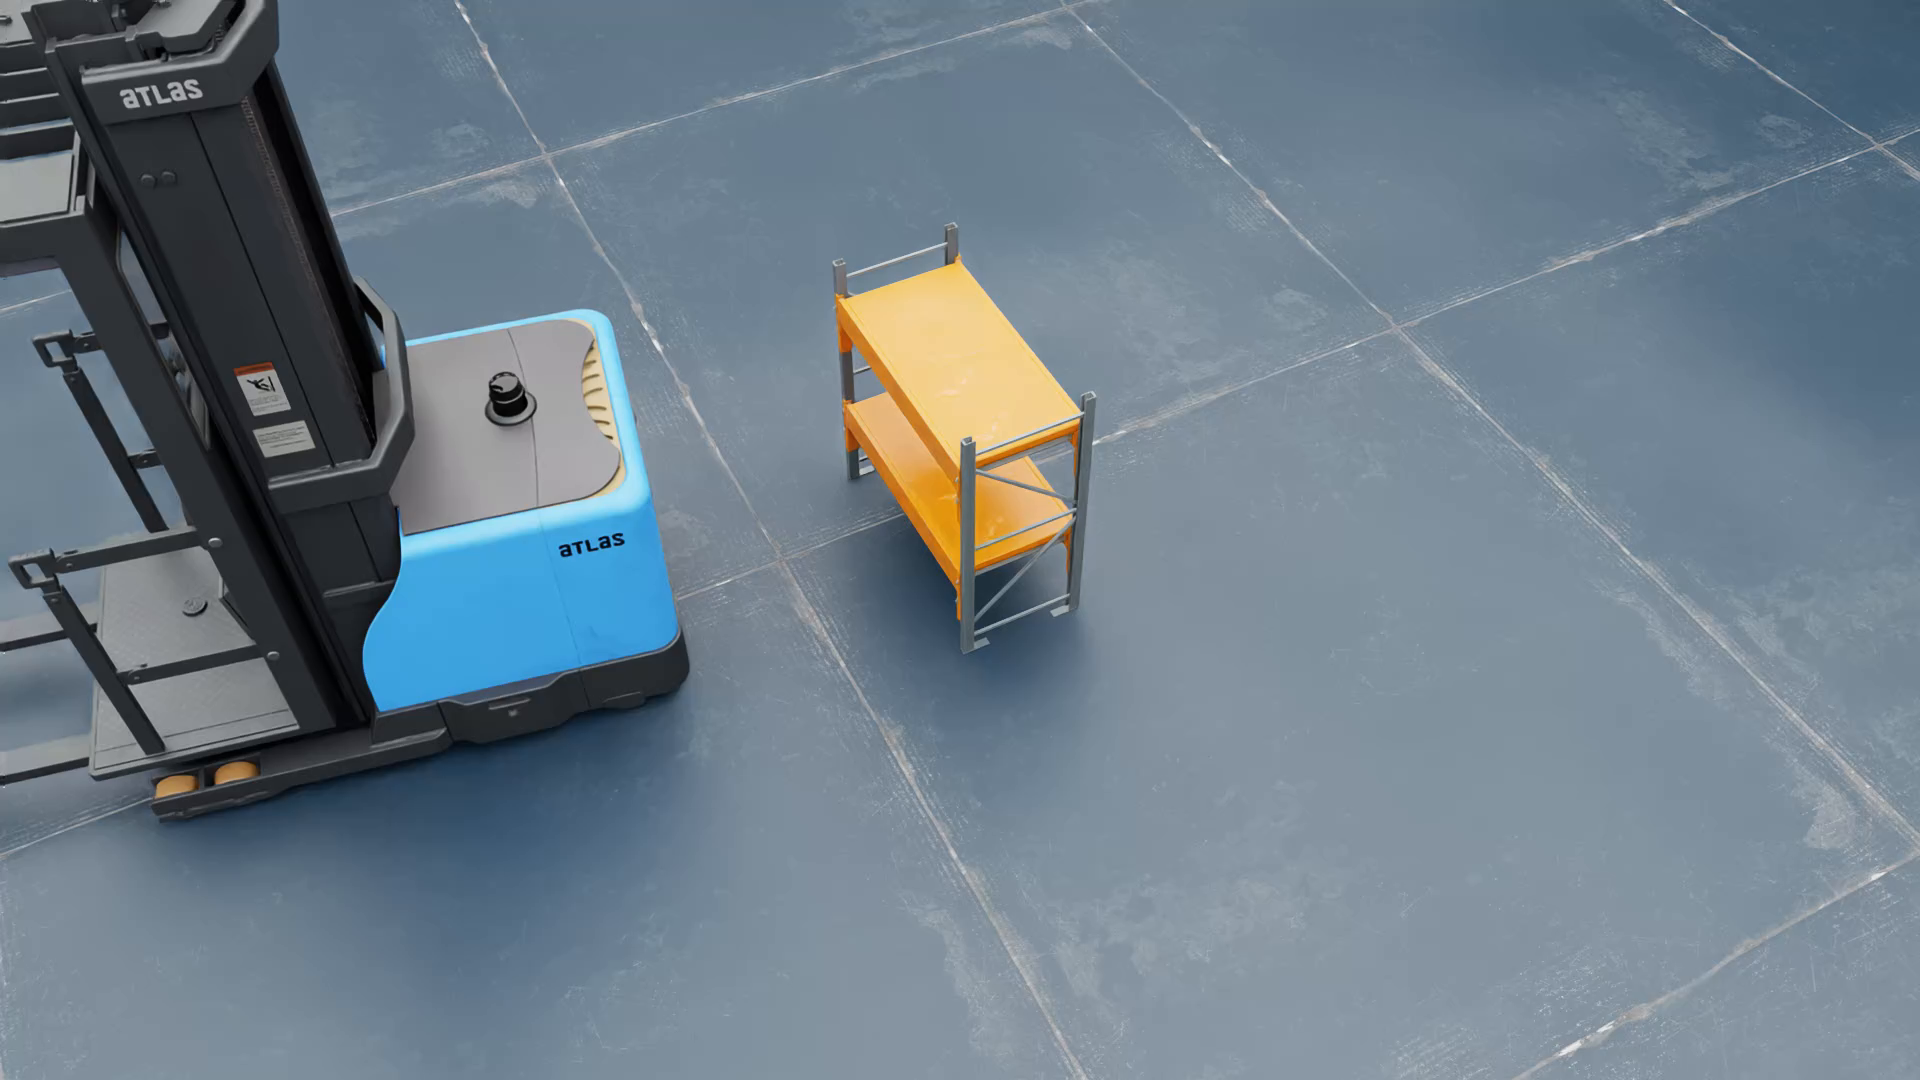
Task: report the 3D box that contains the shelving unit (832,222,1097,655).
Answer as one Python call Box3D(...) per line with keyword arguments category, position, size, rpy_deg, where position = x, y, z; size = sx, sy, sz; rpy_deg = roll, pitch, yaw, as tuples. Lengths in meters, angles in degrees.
Box3D(category="shelving unit", position=(-0.003, -0.375, 6.223), size=(0.538, 1.125, 1.048), rpy_deg=(-21, 52, -18))

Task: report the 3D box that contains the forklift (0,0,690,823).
Box3D(category="forklift", position=(-2.571, -0.441, 5.081), size=(3.031, 2.935, 1.130), rpy_deg=(-12, 50, -11))

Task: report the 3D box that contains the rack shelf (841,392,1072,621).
Box3D(category="rack shelf", position=(-0.003, -0.214, 6.407), size=(0.538, 0.278, 1.000), rpy_deg=(-21, 52, -18))

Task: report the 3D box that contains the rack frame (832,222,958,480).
Box3D(category="rack frame", position=(-0.236, -0.715, 6.521), size=(0.500, 1.125, 0.032), rpy_deg=(-21, 52, -18))

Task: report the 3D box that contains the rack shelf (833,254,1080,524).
Box3D(category="rack shelf", position=(-0.003, -0.568, 6.003), size=(0.538, 0.278, 1.000), rpy_deg=(-21, 52, -18))

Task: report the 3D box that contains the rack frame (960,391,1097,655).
Box3D(category="rack frame", position=(0.230, -0.035, 5.926), size=(0.500, 1.125, 0.032), rpy_deg=(-21, 52, -18))
